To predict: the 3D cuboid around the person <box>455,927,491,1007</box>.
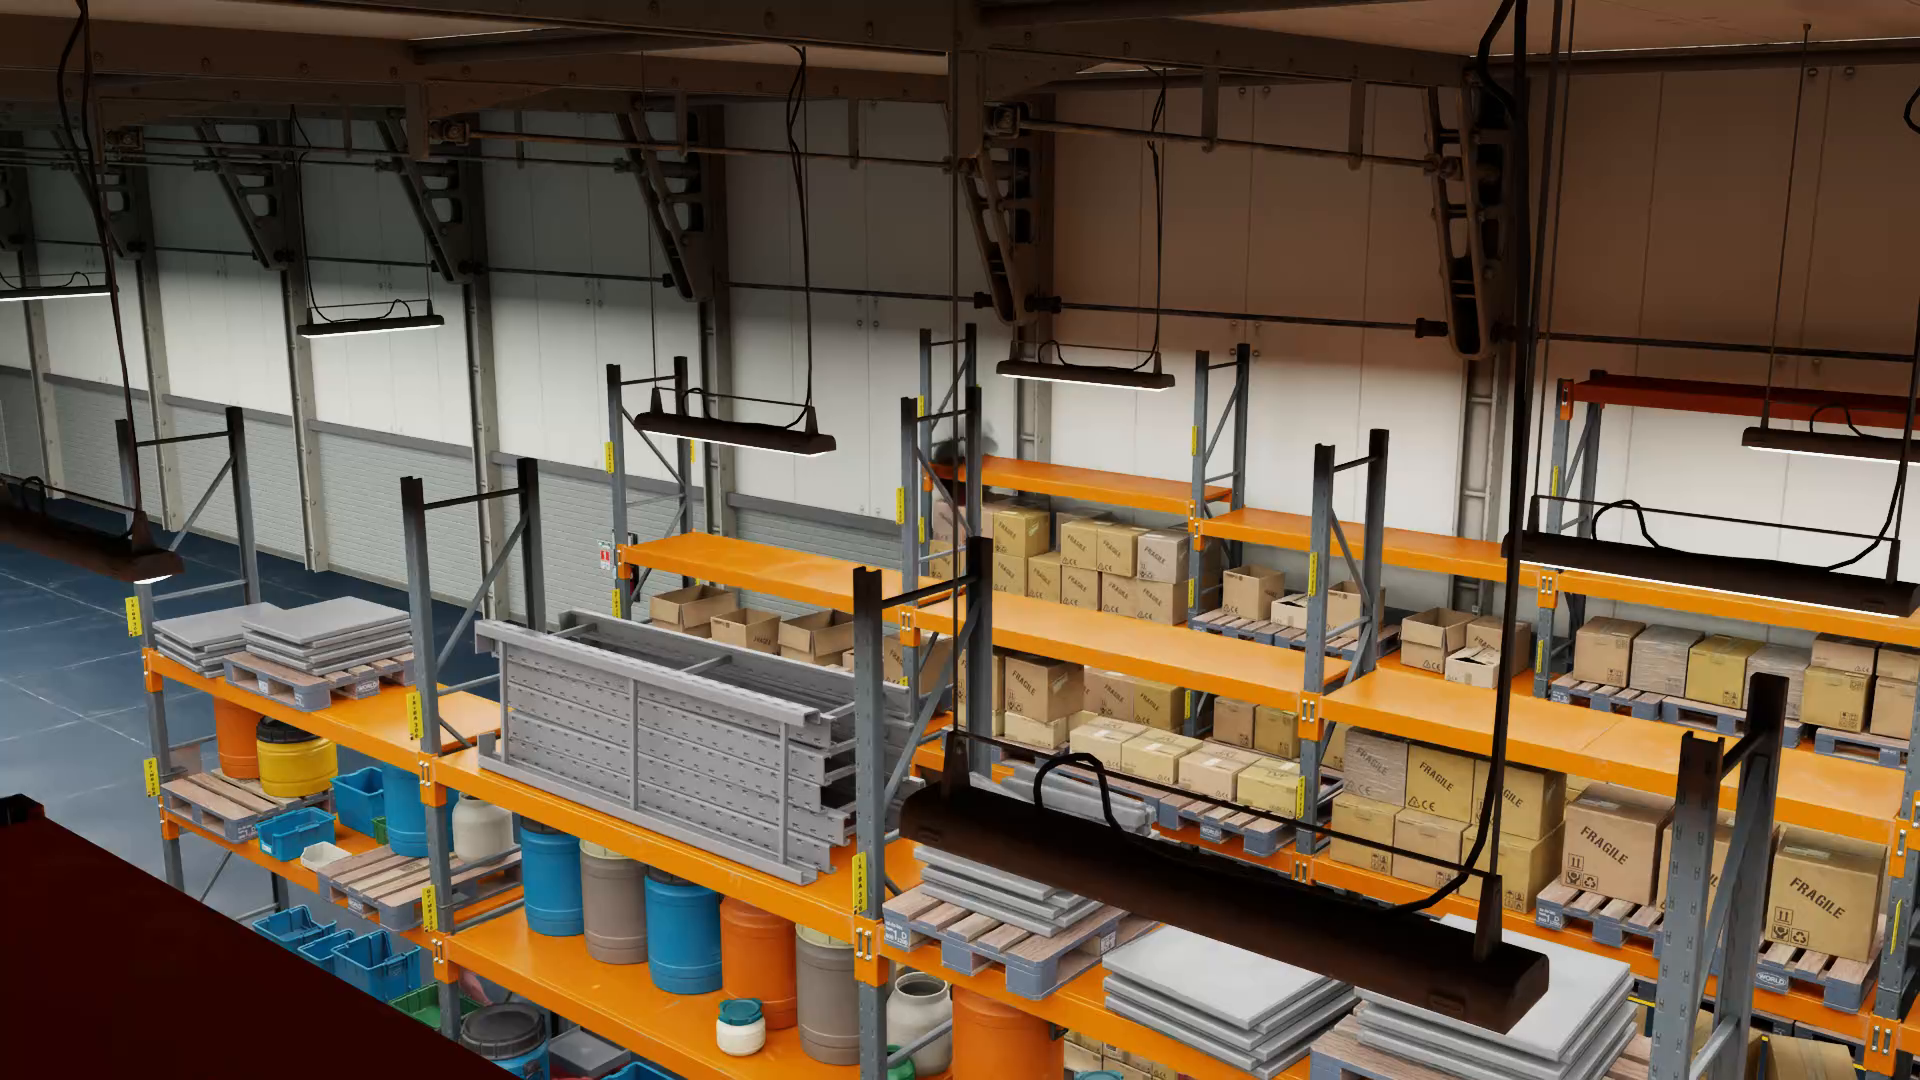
[{"bbox_3d":[-4.778,3.791,15.674,0.856,1.709,0.553,7,15,30],"label":"person"}]
